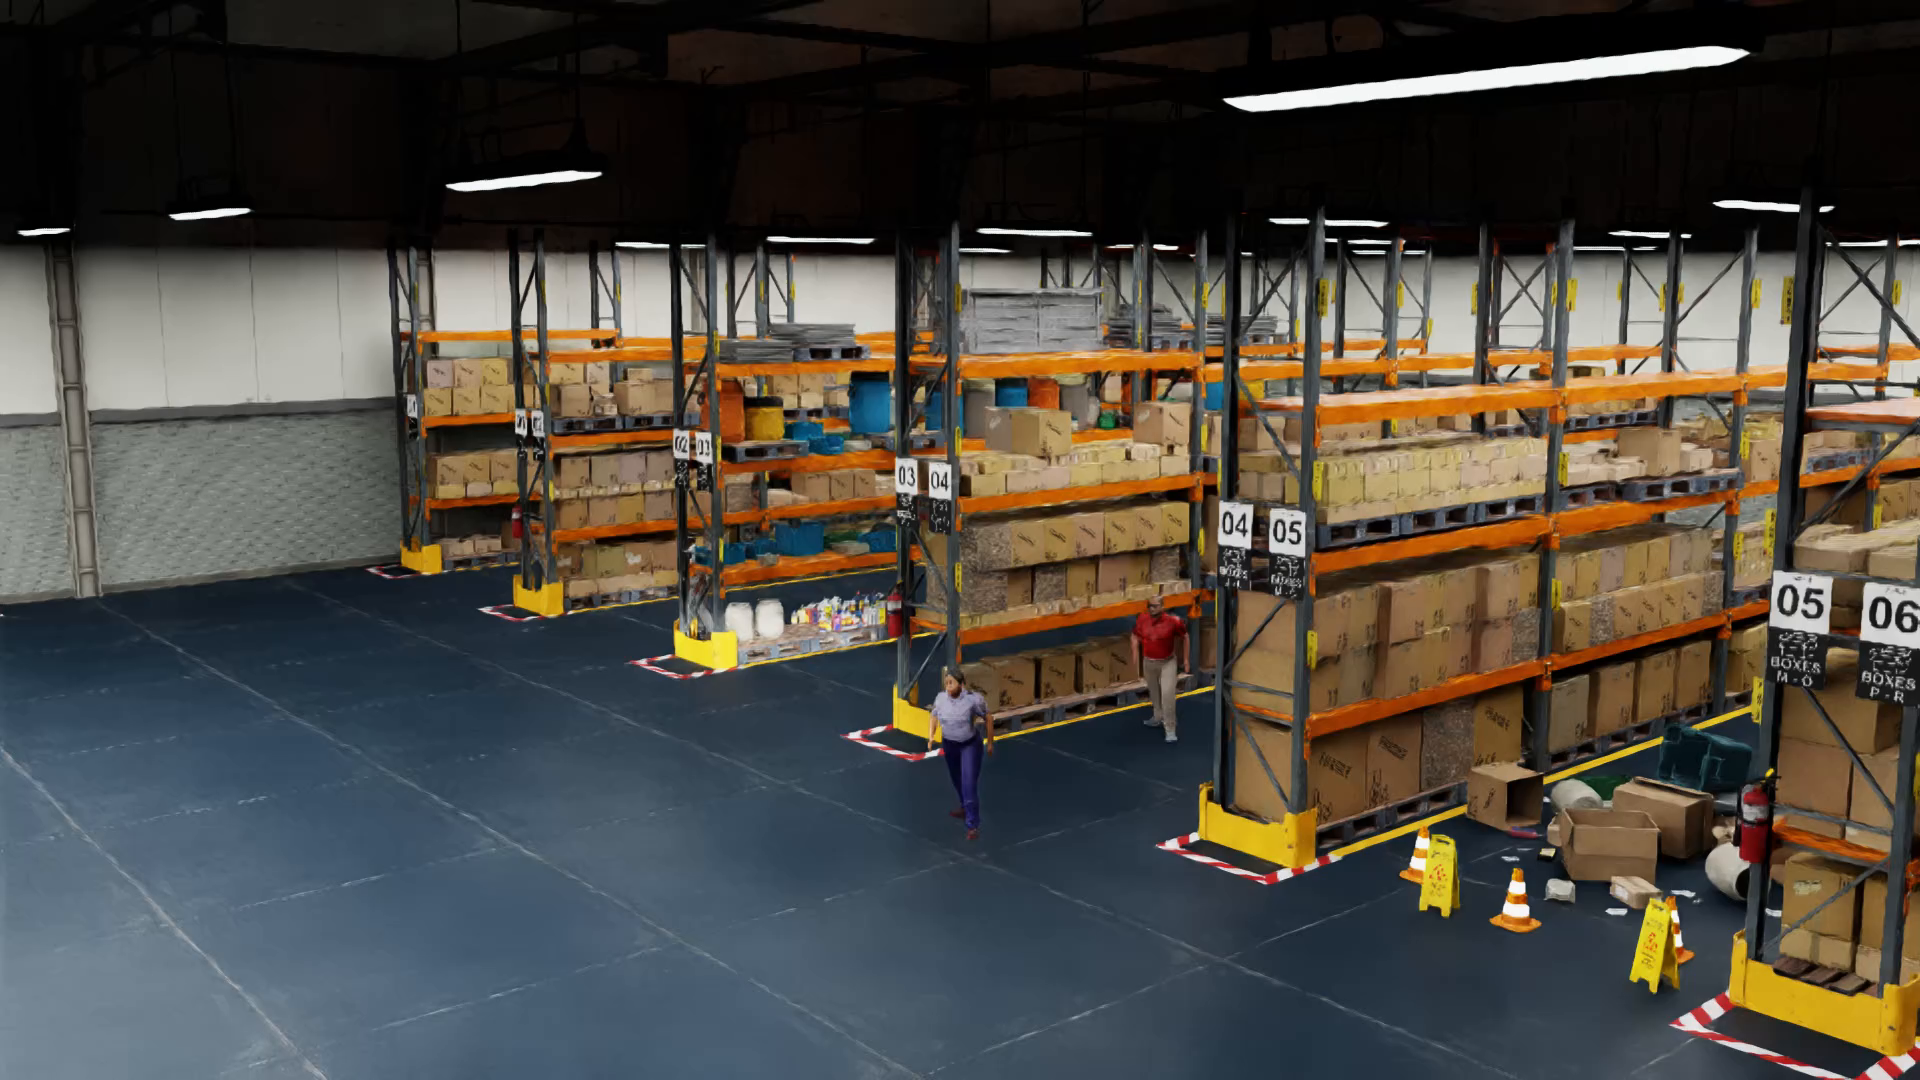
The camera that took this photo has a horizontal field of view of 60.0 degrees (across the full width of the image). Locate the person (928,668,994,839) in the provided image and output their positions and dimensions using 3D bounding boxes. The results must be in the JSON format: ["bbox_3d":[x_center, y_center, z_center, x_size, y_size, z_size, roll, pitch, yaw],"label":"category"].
[{"bbox_3d":[0.055,1.964,15.820,0.655,1.578,0.824,6,10,32],"label":"person"}]

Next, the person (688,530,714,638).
[{"bbox_3d":[-3.882,0.632,24.398,0.526,1.629,0.592,-8,12,-41],"label":"person"}]

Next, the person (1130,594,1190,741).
[{"bbox_3d":[2.324,1.411,19.128,0.700,1.658,0.863,6,10,32],"label":"person"}]
